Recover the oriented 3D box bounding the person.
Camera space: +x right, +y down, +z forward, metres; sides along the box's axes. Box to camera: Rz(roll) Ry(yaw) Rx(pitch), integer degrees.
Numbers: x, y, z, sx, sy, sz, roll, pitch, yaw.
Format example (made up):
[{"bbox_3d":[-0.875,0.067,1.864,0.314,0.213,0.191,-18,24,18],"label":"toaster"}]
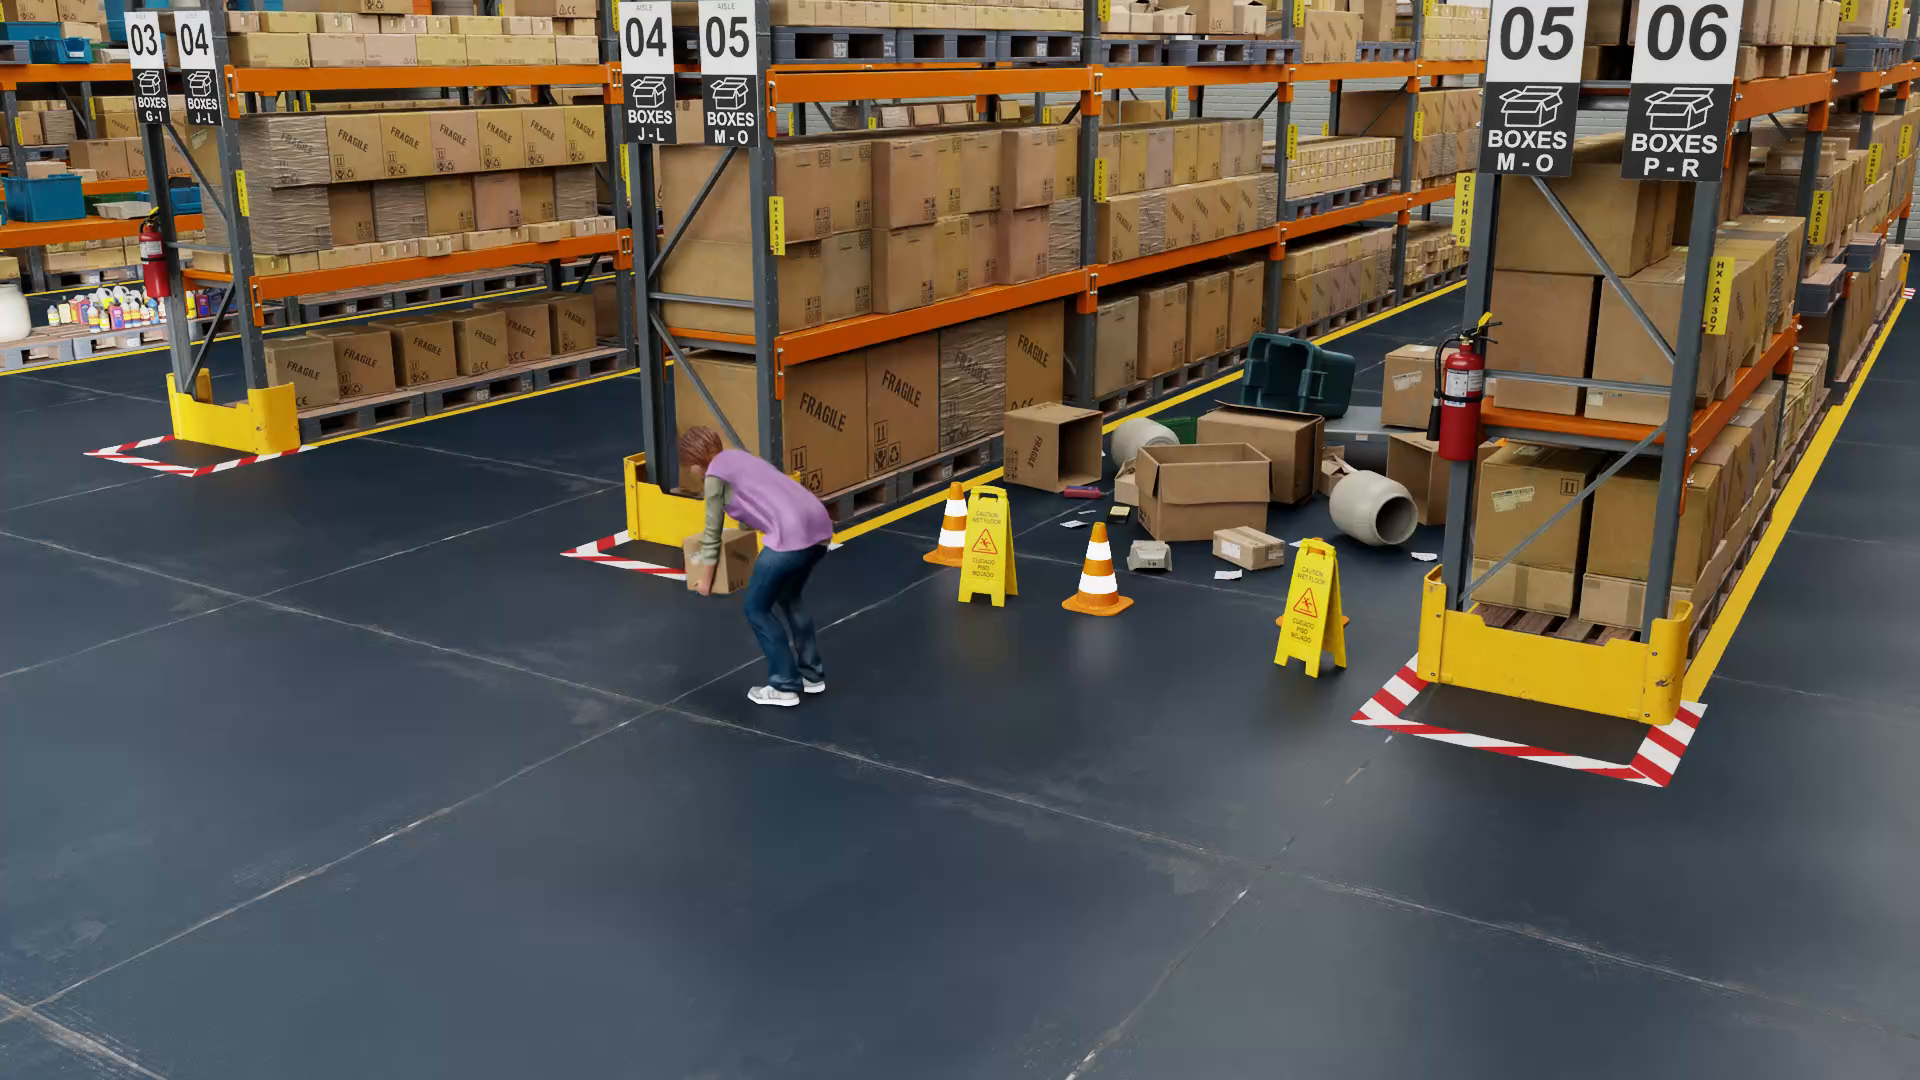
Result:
[{"bbox_3d":[-0.961,0.119,7.778,0.797,1.246,0.387,9,19,29],"label":"person"}]
